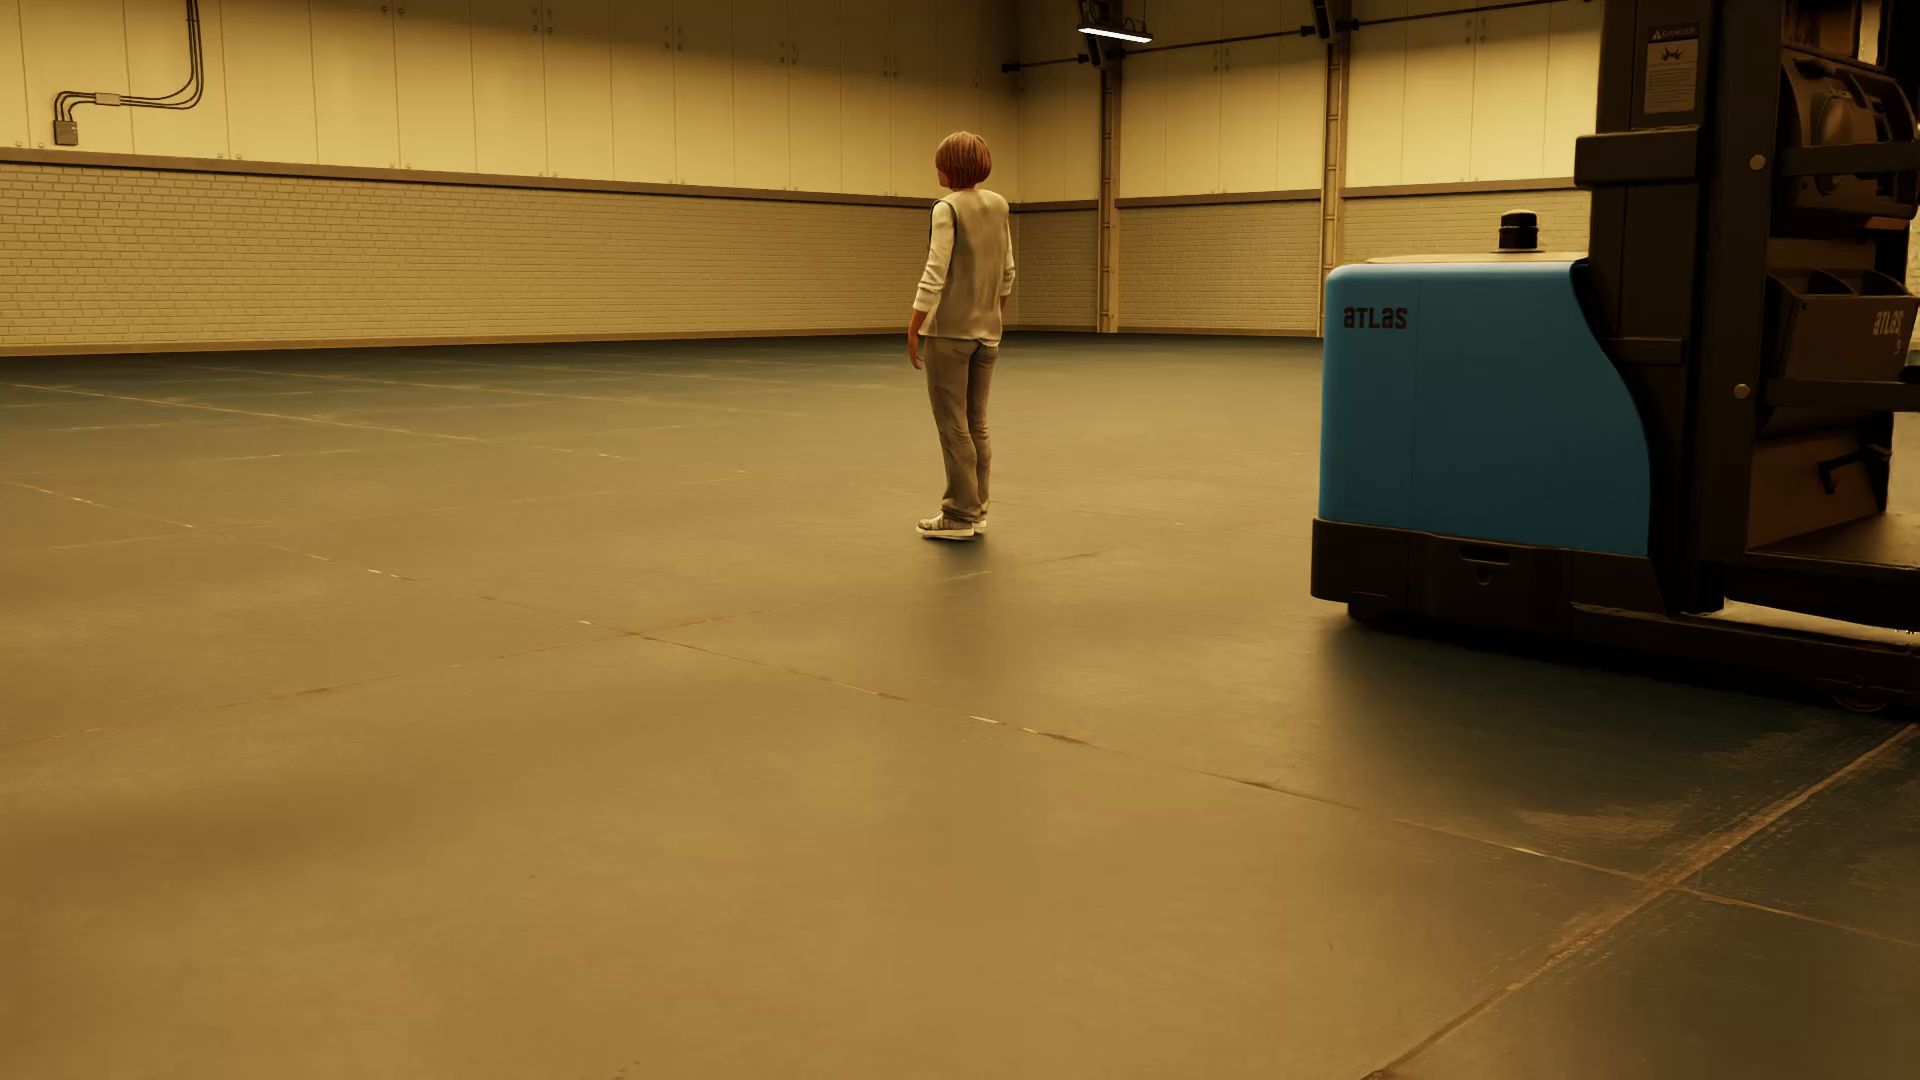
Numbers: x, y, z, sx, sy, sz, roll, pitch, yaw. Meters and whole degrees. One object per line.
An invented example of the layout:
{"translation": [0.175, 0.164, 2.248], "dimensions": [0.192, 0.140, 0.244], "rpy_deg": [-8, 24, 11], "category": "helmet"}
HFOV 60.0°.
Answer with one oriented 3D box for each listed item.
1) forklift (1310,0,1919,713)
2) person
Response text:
{"translation": [2.468, -1.101, 4.188], "dimensions": [1.130, 2.935, 3.031], "rpy_deg": [-8, 12, -44], "category": "forklift"}
{"translation": [-0.044, -0.806, 6.658], "dimensions": [0.473, 1.599, 0.521], "rpy_deg": [8, 12, 43], "category": "person"}
